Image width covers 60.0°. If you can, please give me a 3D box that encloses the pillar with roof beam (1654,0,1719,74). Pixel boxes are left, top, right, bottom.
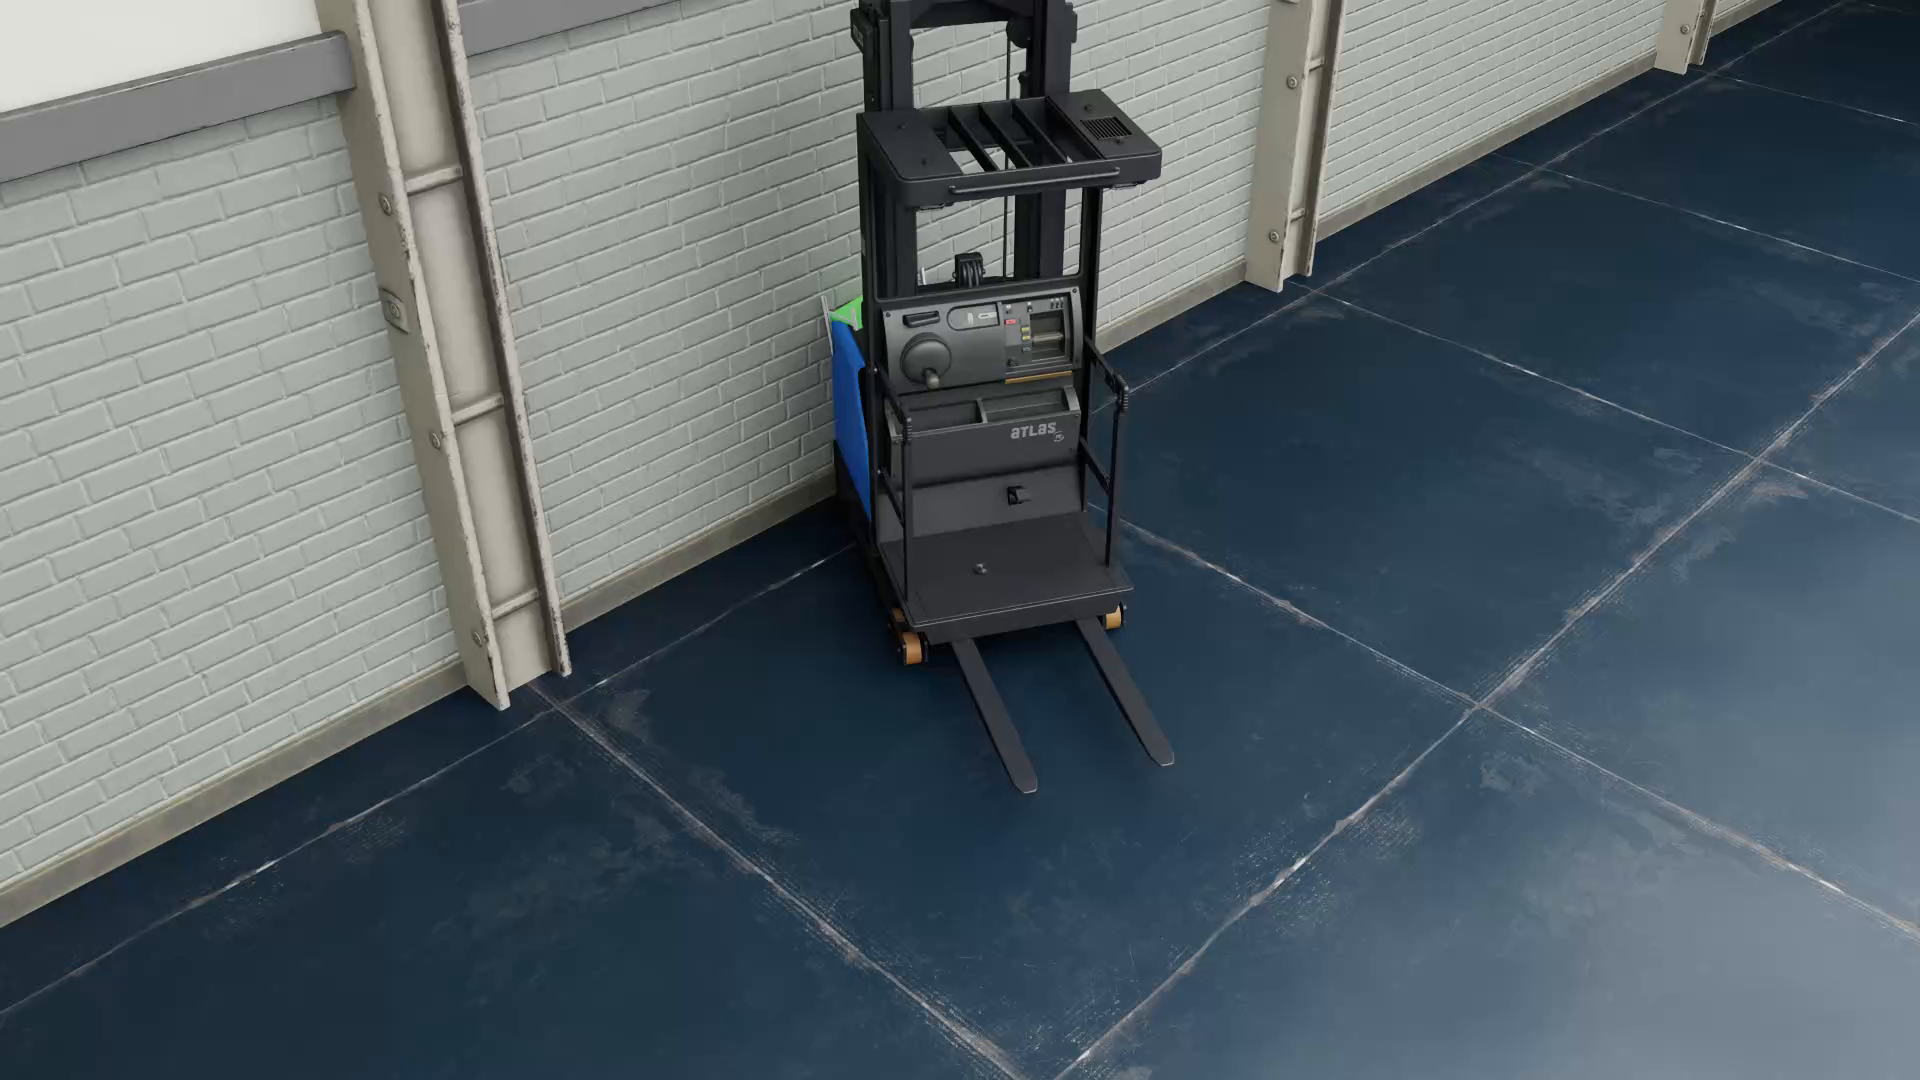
[{"bbox_3d":[9.434,-6.186,9.744,9.100,9.000,0.400,30,45,35],"label":"pillar with roof beam"}]

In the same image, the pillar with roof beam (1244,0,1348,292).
[{"bbox_3d":[5.207,-3.750,6.252,9.100,9.000,0.400,30,45,35],"label":"pillar with roof beam"}]

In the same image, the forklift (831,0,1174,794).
[{"bbox_3d":[0.169,-0.859,7.411,1.130,2.935,3.031,-9,36,-13],"label":"forklift"}]

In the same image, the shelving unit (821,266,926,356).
[{"bbox_3d":[-0.377,-0.849,8.857,0.258,1.200,0.503,27,50,37],"label":"shelving unit"}]

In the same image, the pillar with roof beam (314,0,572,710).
[{"bbox_3d":[0.979,-1.315,2.759,9.100,9.000,0.400,30,45,35],"label":"pillar with roof beam"}]

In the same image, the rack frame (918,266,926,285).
[{"bbox_3d":[-0.209,-0.974,8.983,0.240,1.200,0.015,27,50,37],"label":"rack frame"}]

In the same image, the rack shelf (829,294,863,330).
[{"bbox_3d":[-0.426,-1.174,8.601,0.258,0.148,0.480,27,50,37],"label":"rack shelf"}]

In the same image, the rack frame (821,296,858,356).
[{"bbox_3d":[-0.545,-0.725,8.731,0.240,1.200,0.015,27,50,37],"label":"rack frame"}]
